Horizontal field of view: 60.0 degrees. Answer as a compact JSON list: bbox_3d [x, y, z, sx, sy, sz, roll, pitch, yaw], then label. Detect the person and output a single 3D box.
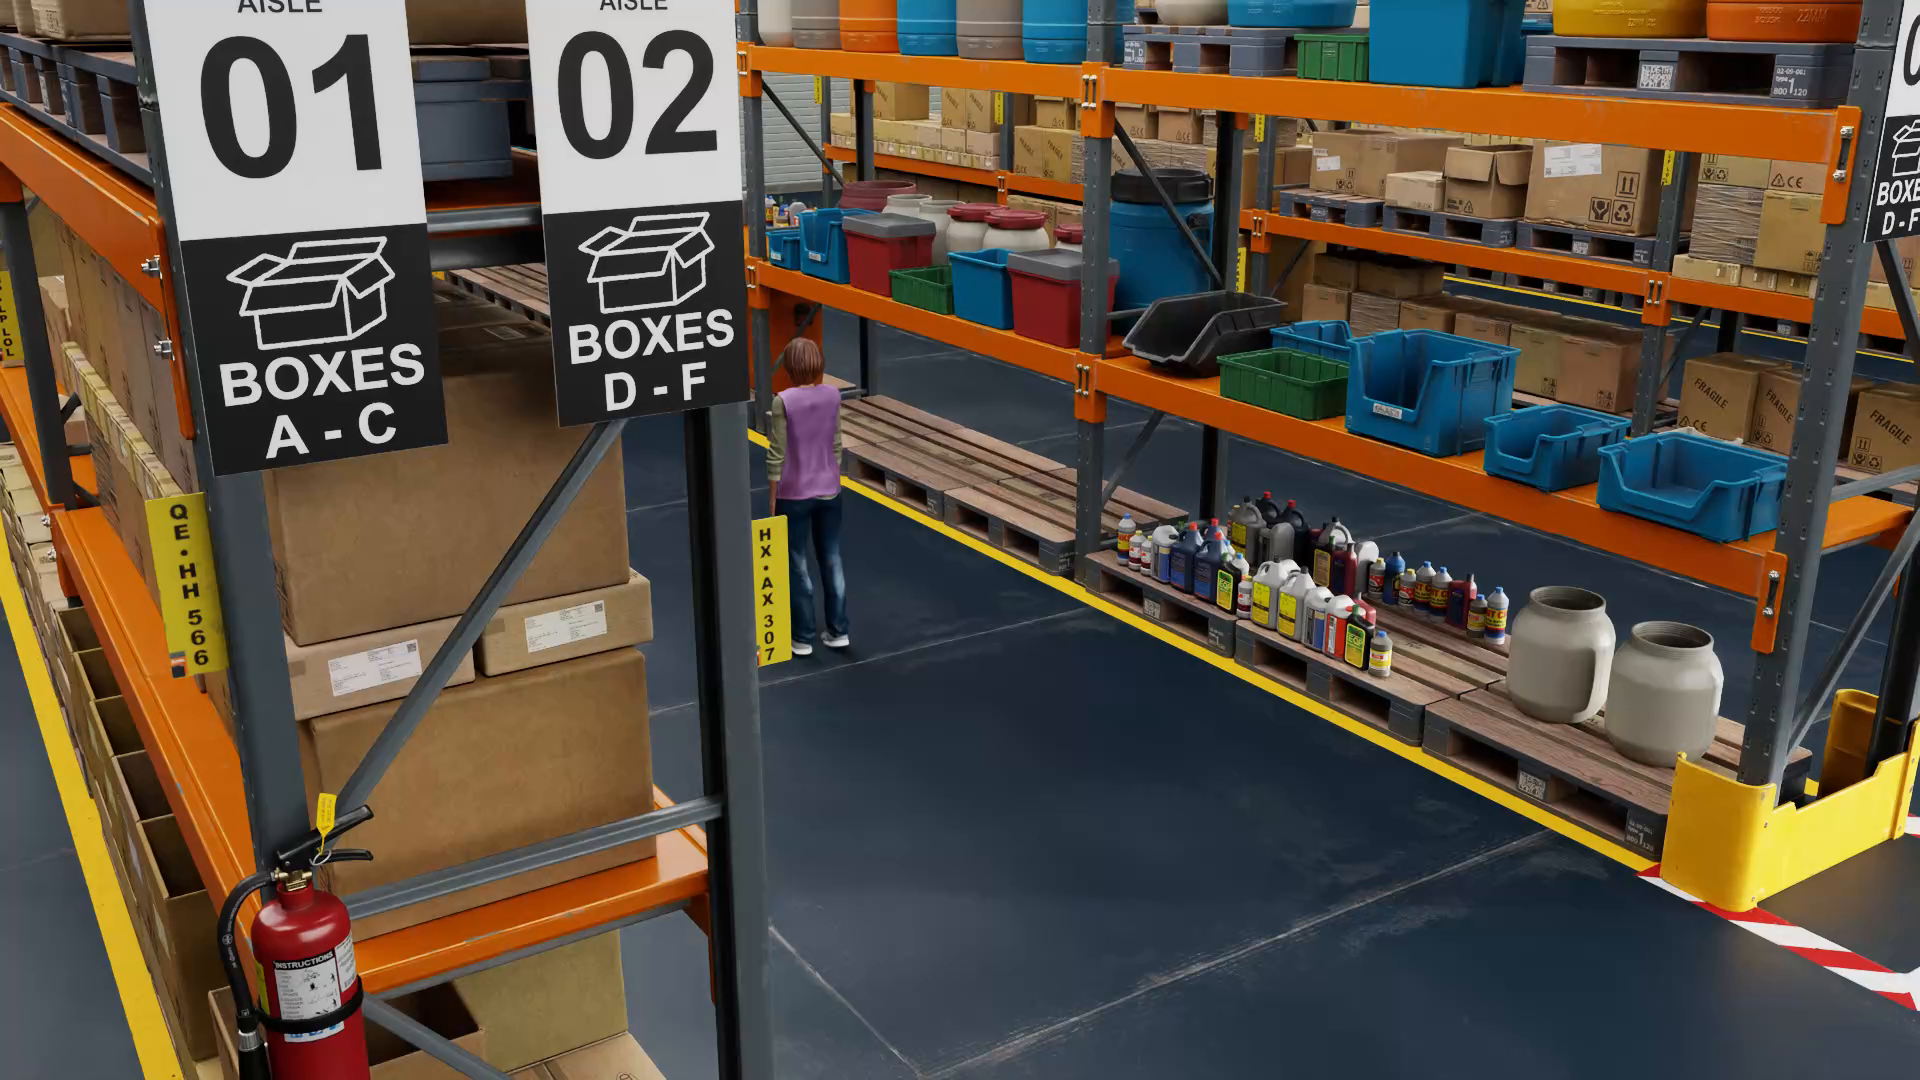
[{"bbox_3d":[-0.763,-0.202,8.218,0.407,1.624,0.316,-11,21,-30],"label":"person"}]
